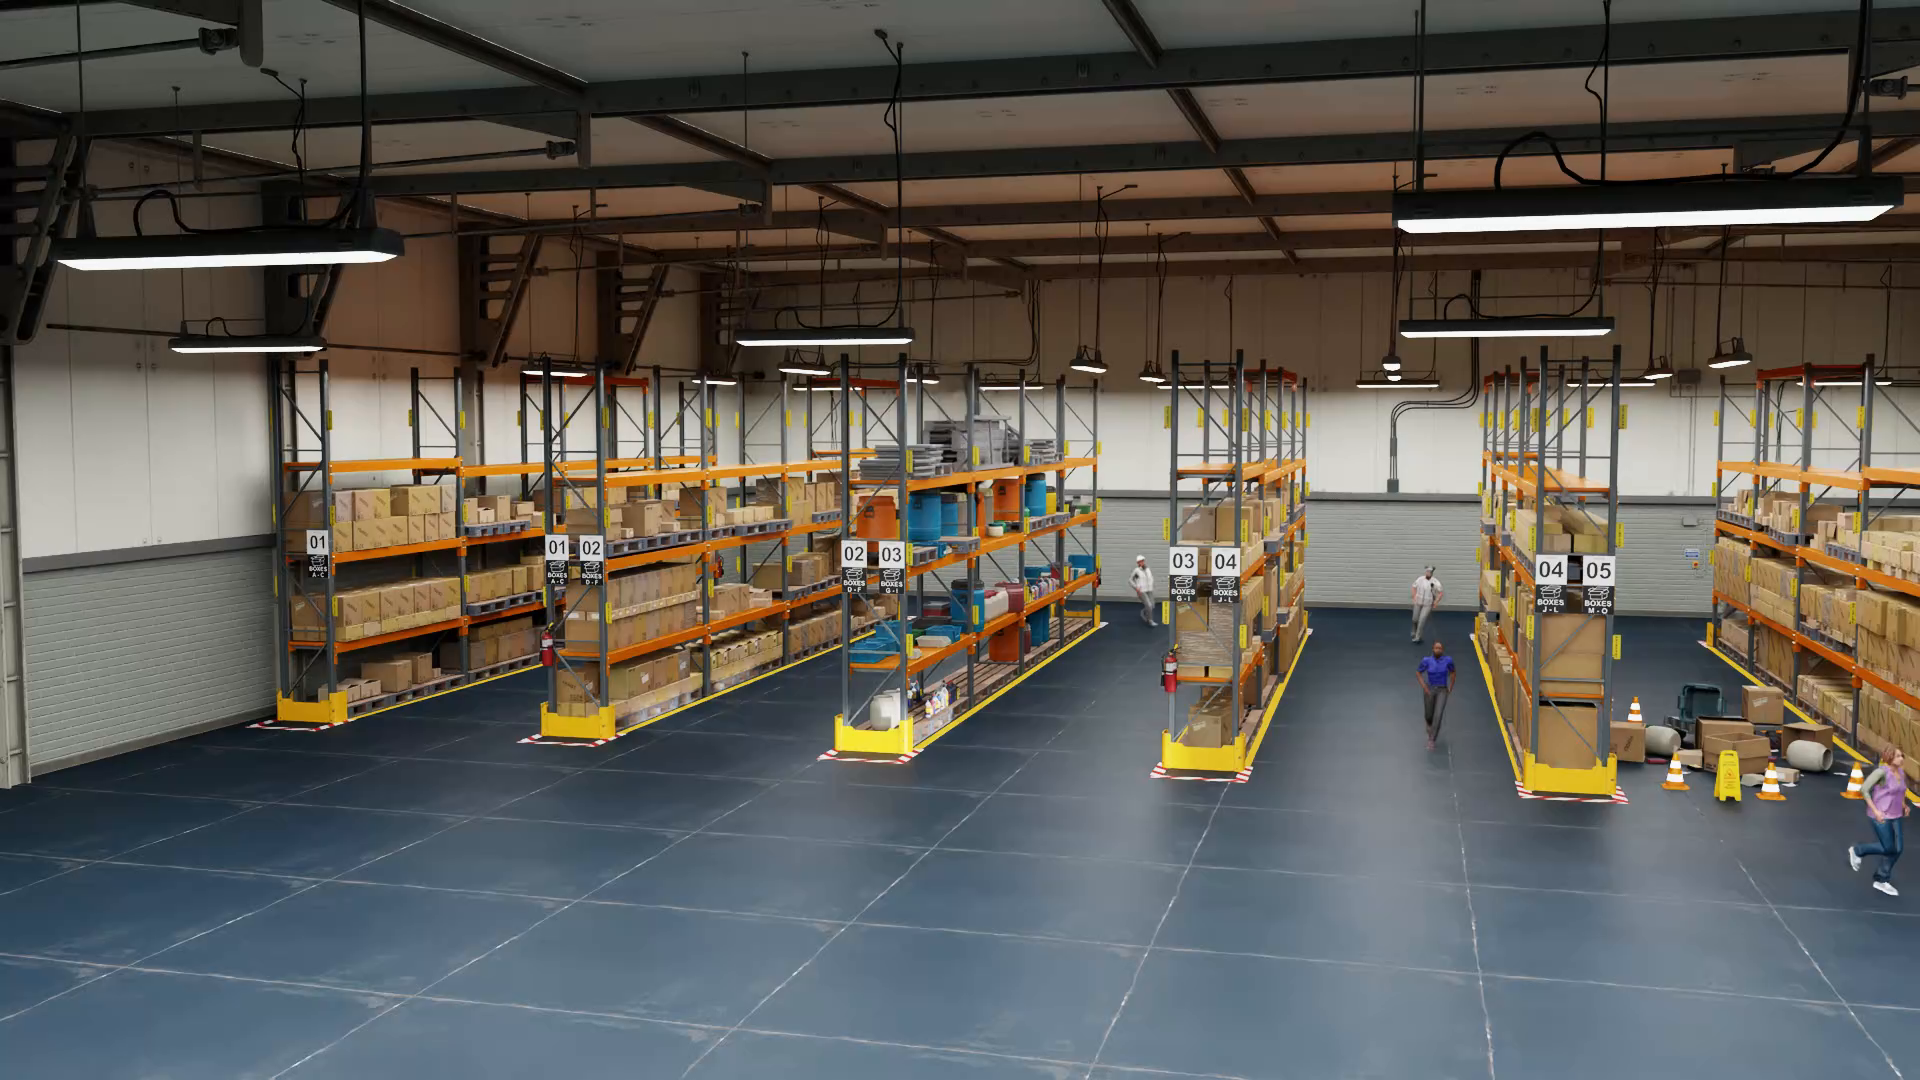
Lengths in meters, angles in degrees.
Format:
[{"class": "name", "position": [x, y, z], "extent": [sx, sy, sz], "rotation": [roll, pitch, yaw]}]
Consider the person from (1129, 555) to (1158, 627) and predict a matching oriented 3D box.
[{"class": "person", "position": [4.454, 1.231, 40.462], "extent": [0.716, 1.719, 0.692], "rotation": [-2, 5, -27]}]

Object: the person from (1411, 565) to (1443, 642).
[{"class": "person", "position": [10.584, 1.428, 37.739], "extent": [0.733, 1.728, 0.673], "rotation": [2, 4, 23]}]

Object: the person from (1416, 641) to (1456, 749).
[{"class": "person", "position": [7.350, 2.361, 25.667], "extent": [0.600, 1.640, 0.788], "rotation": [1, 4, 12]}]

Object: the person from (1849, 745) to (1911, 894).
[{"class": "person", "position": [9.844, 2.957, 17.797], "extent": [0.559, 1.565, 0.560], "rotation": [-2, 5, -26]}]

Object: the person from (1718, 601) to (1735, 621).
[{"class": "person", "position": [17.605, 1.466, 37.931], "extent": [0.630, 1.665, 0.623], "rotation": [-4, 6, -44]}]
